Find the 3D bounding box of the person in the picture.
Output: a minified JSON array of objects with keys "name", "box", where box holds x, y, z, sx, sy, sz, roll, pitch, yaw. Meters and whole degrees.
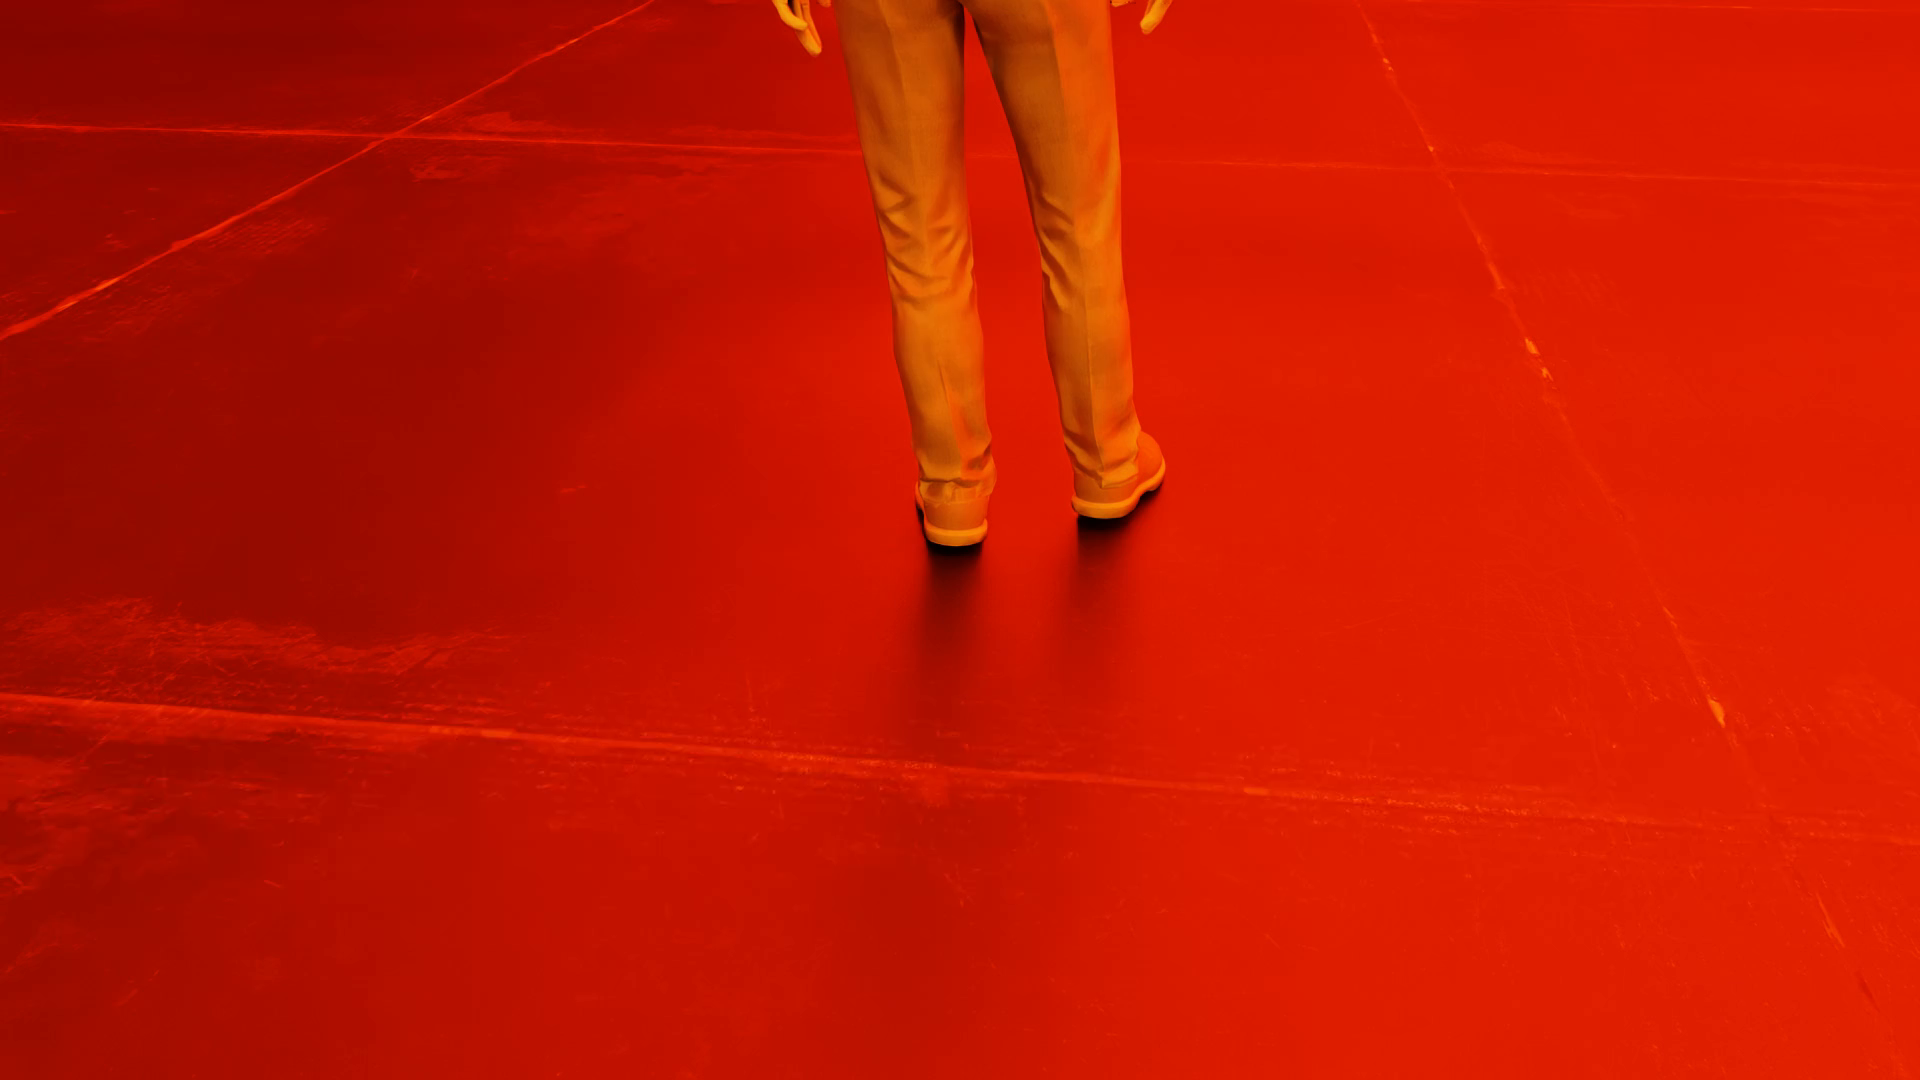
[{"name":"person","box":[0.016,-0.795,2.178,0.588,1.695,0.531,3,27,7]}]
